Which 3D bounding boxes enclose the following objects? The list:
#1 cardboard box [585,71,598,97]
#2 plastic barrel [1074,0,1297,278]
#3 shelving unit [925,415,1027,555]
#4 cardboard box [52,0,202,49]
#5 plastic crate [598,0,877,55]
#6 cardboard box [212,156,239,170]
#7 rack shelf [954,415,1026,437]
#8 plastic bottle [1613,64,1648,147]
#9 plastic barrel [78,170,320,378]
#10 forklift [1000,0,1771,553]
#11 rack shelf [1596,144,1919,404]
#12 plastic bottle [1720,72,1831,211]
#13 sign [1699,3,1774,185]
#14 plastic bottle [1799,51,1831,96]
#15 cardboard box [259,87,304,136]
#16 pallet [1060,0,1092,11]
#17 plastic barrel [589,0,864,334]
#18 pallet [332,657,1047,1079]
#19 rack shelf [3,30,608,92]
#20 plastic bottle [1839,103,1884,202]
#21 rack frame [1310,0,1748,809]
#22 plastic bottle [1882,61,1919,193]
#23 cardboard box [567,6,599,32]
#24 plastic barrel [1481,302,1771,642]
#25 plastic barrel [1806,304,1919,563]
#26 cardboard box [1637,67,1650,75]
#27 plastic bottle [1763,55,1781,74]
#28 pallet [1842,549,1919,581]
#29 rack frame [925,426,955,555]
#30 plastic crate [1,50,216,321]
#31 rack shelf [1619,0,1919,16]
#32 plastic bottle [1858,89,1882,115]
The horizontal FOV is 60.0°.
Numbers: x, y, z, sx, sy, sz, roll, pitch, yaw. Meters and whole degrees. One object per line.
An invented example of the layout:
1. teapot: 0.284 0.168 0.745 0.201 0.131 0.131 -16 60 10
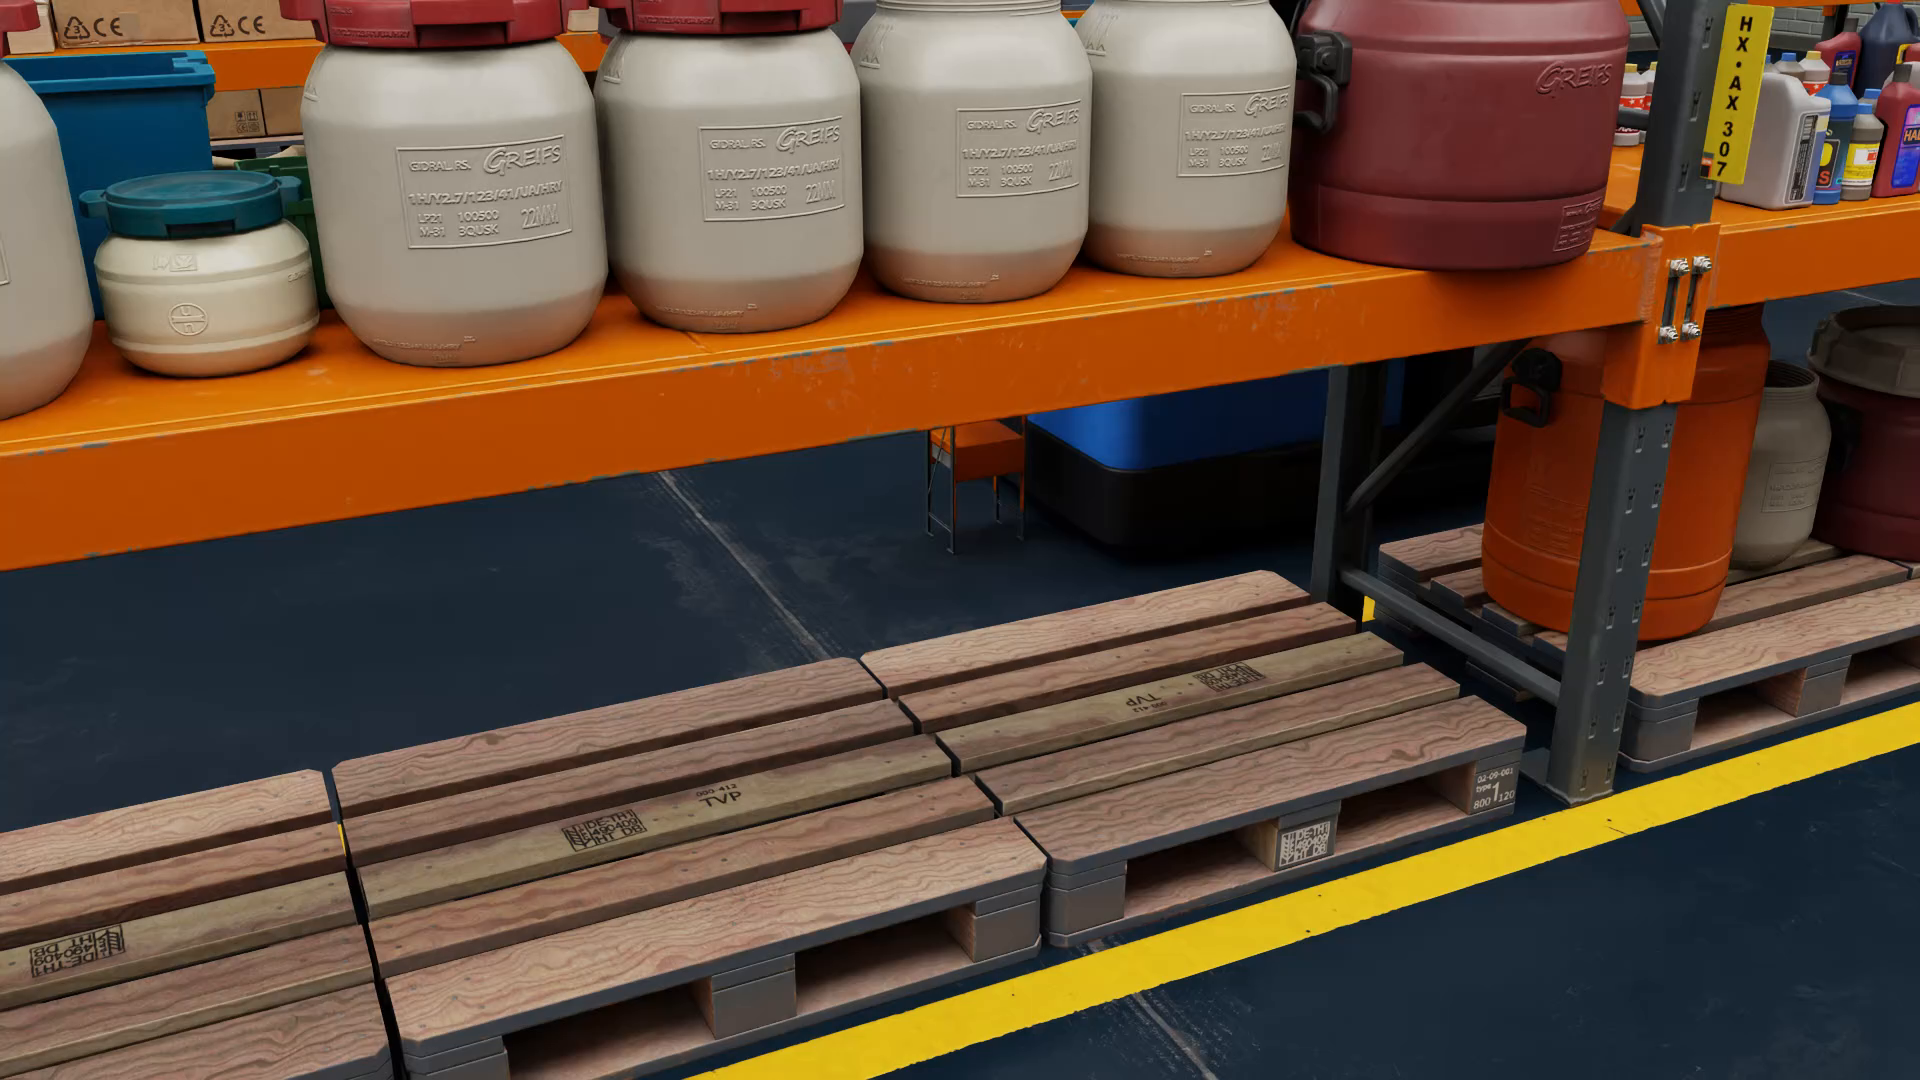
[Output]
1. cardboard box: -2.350 -3.650 12.407 0.750 0.750 0.750 -11 25 -24
2. plastic barrel: 0.393 -0.766 3.031 0.421 0.512 0.421 0 22 0
3. shelving unit: 0.048 -0.494 5.071 0.252 1.050 0.215 -10 25 -24
4. cardboard box: -3.348 -2.258 6.651 0.500 0.500 0.500 -9 24 -20
5. plastic crate: -0.361 -0.825 3.238 0.583 0.464 0.402 -10 25 -24
6. cardboard box: -3.364 -1.521 7.316 0.500 0.311 0.500 -11 25 -24
7. rack shelf: 0.048 -0.484 5.075 0.240 0.259 0.215 -10 25 -24
8. plastic bottle: 1.727 -1.132 4.322 0.097 0.201 0.097 0 22 0
9. plastic barrel: -1.118 -0.397 2.469 0.301 0.262 0.301 0 22 0
10. forklift: 1.587 -1.690 5.501 3.031 2.935 1.130 -11 25 -24
11. rack shelf: 3.030 -0.958 4.582 4.000 0.370 1.077 -10 25 -24
12. plastic bottle: 1.758 -0.861 3.571 0.135 0.276 0.152 -10 25 -24
13. sign: 1.472 -0.845 3.156 0.005 0.325 0.100 -10 25 -24
14. plastic bottle: 2.341 -1.245 4.595 0.097 0.201 0.097 0 22 0
15. cardboard box: -4.645 -3.146 11.621 0.500 0.500 0.700 -11 25 -24
16. pallet: 0.833 -2.901 8.588 1.213 0.211 1.003 -10 25 -24
17. plastic barrel: -0.369 -0.634 2.682 0.433 0.535 0.433 0 22 0
18. pallet: -0.585 0.646 3.413 1.213 0.211 1.003 -10 25 -24
19. rack shelf: -2.719 -2.002 7.104 4.000 0.370 1.077 -10 25 -24
20. plastic bottle: 1.962 -0.853 3.648 0.097 0.201 0.097 0 22 0
21. rack frame: 1.228 -0.958 3.643 0.127 3.000 1.000 -10 25 -24
22. plastic bottle: 2.175 -0.938 3.756 0.135 0.276 0.152 -10 25 -24
23. cardboard box: -1.608 -2.305 7.226 0.250 0.149 0.380 -10 25 -24
24. plastic barrel: 1.661 -0.236 4.188 0.708 0.830 0.600 -10 25 -24
25. plastic barrel: 2.679 -0.312 4.686 0.708 0.588 0.600 -10 25 -24
26. cardboard box: 4.377 -2.693 10.522 0.637 0.503 0.797 -10 25 -24
27. plastic bottle: 2.165 -1.212 4.517 0.097 0.201 0.097 0 22 0
28. pallet: 3.018 -0.016 5.012 1.213 0.211 1.003 -10 25 -24
29. rack frame: -0.062 -0.474 5.022 0.008 1.050 0.200 -10 25 -24
30. plastic crate: -1.518 -0.577 2.744 0.575 0.384 0.392 -10 25 -24
31. rack shelf: 4.489 -3.329 10.310 4.000 0.370 1.077 -10 25 -24
32. plastic bottle: 2.104 -0.943 3.867 0.097 0.201 0.097 0 22 0
